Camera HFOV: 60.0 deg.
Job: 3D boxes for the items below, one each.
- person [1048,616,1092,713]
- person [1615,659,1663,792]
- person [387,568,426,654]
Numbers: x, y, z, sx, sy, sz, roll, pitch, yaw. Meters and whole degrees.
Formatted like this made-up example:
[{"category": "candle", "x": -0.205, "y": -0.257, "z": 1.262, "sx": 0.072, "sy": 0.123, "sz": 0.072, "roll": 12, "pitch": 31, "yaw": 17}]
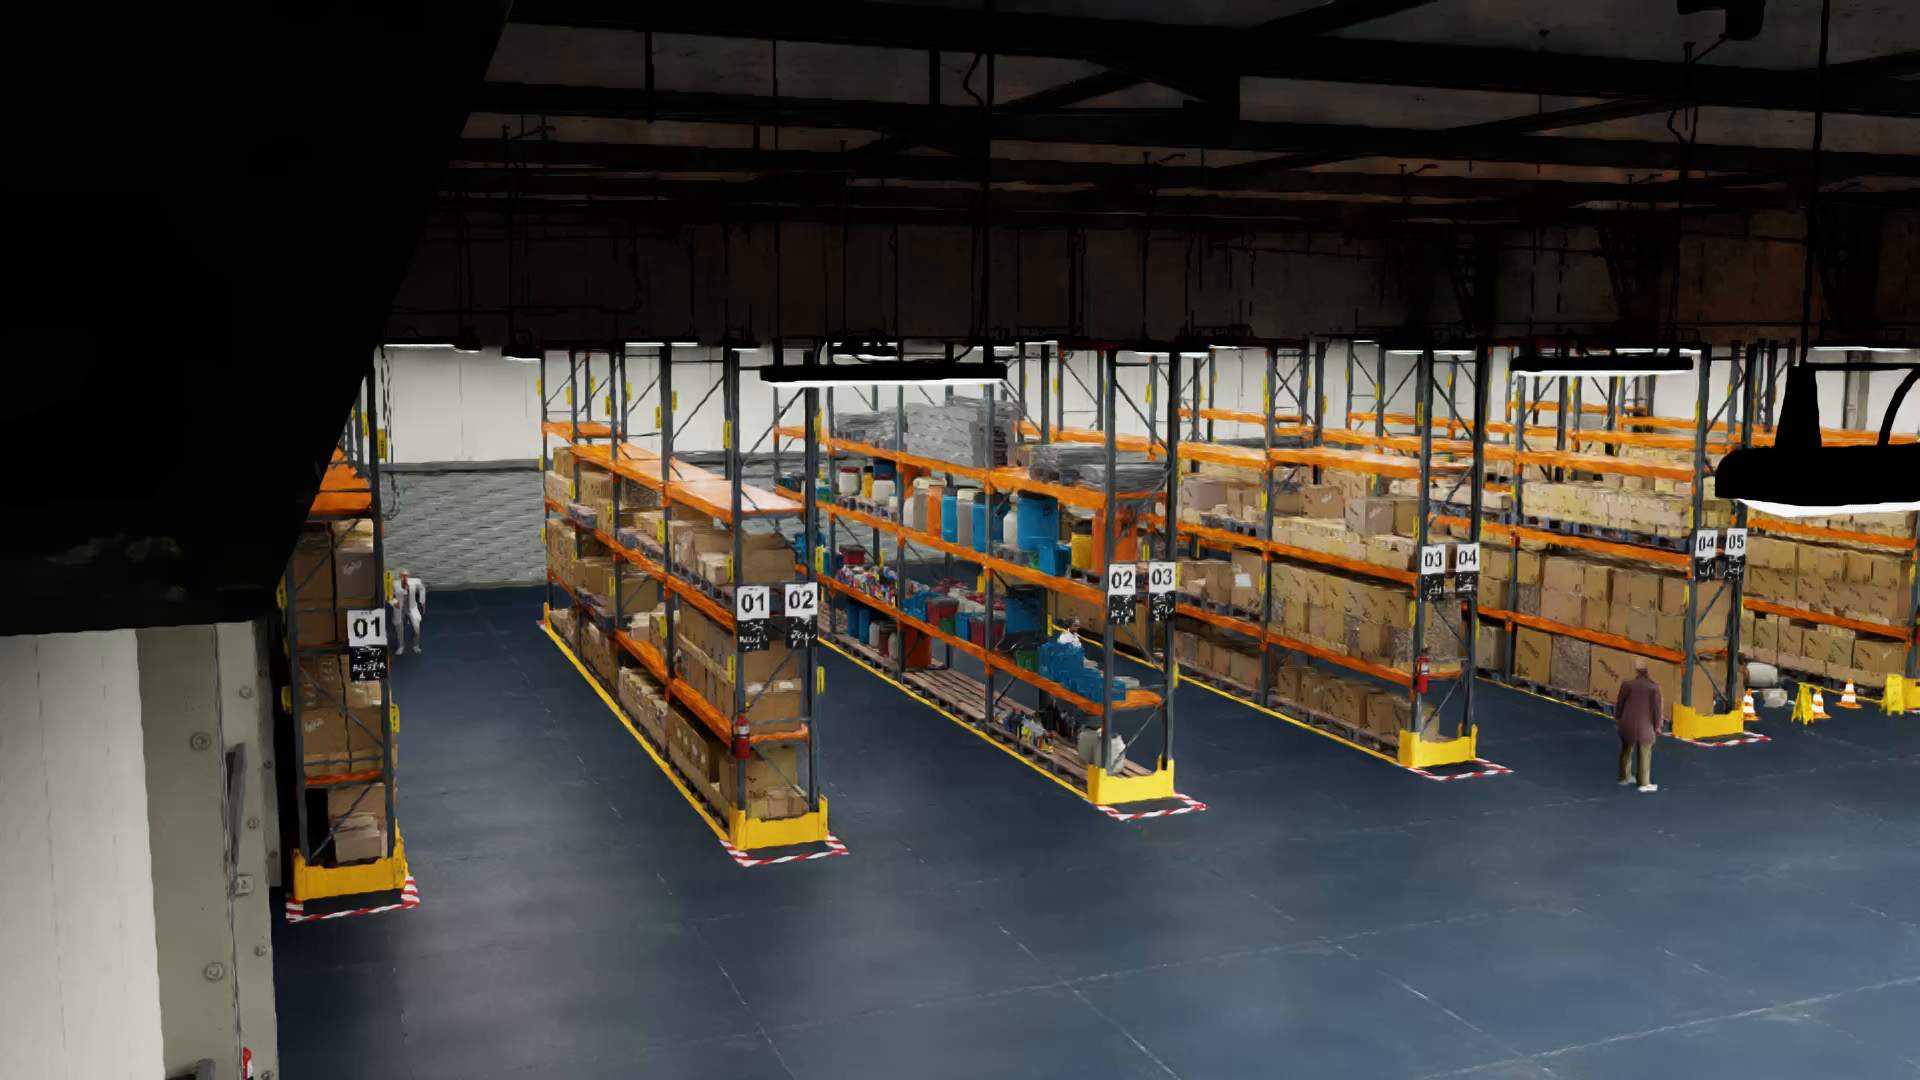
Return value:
[{"category": "person", "x": 1.756, "y": 2.020, "z": 26.963, "sx": 0.700, "sy": 1.627, "sz": 0.600, "roll": 7, "pitch": 10, "yaw": 44}, {"category": "person", "x": 9.254, "y": 2.496, "z": 22.642, "sx": 0.635, "sy": 1.785, "sz": 0.518, "roll": 6, "pitch": 10, "yaw": 40}, {"category": "person", "x": -10.586, "y": 1.362, "z": 31.803, "sx": 0.718, "sy": 1.704, "sz": 0.846, "roll": -2, "pitch": 8, "yaw": -17}]
